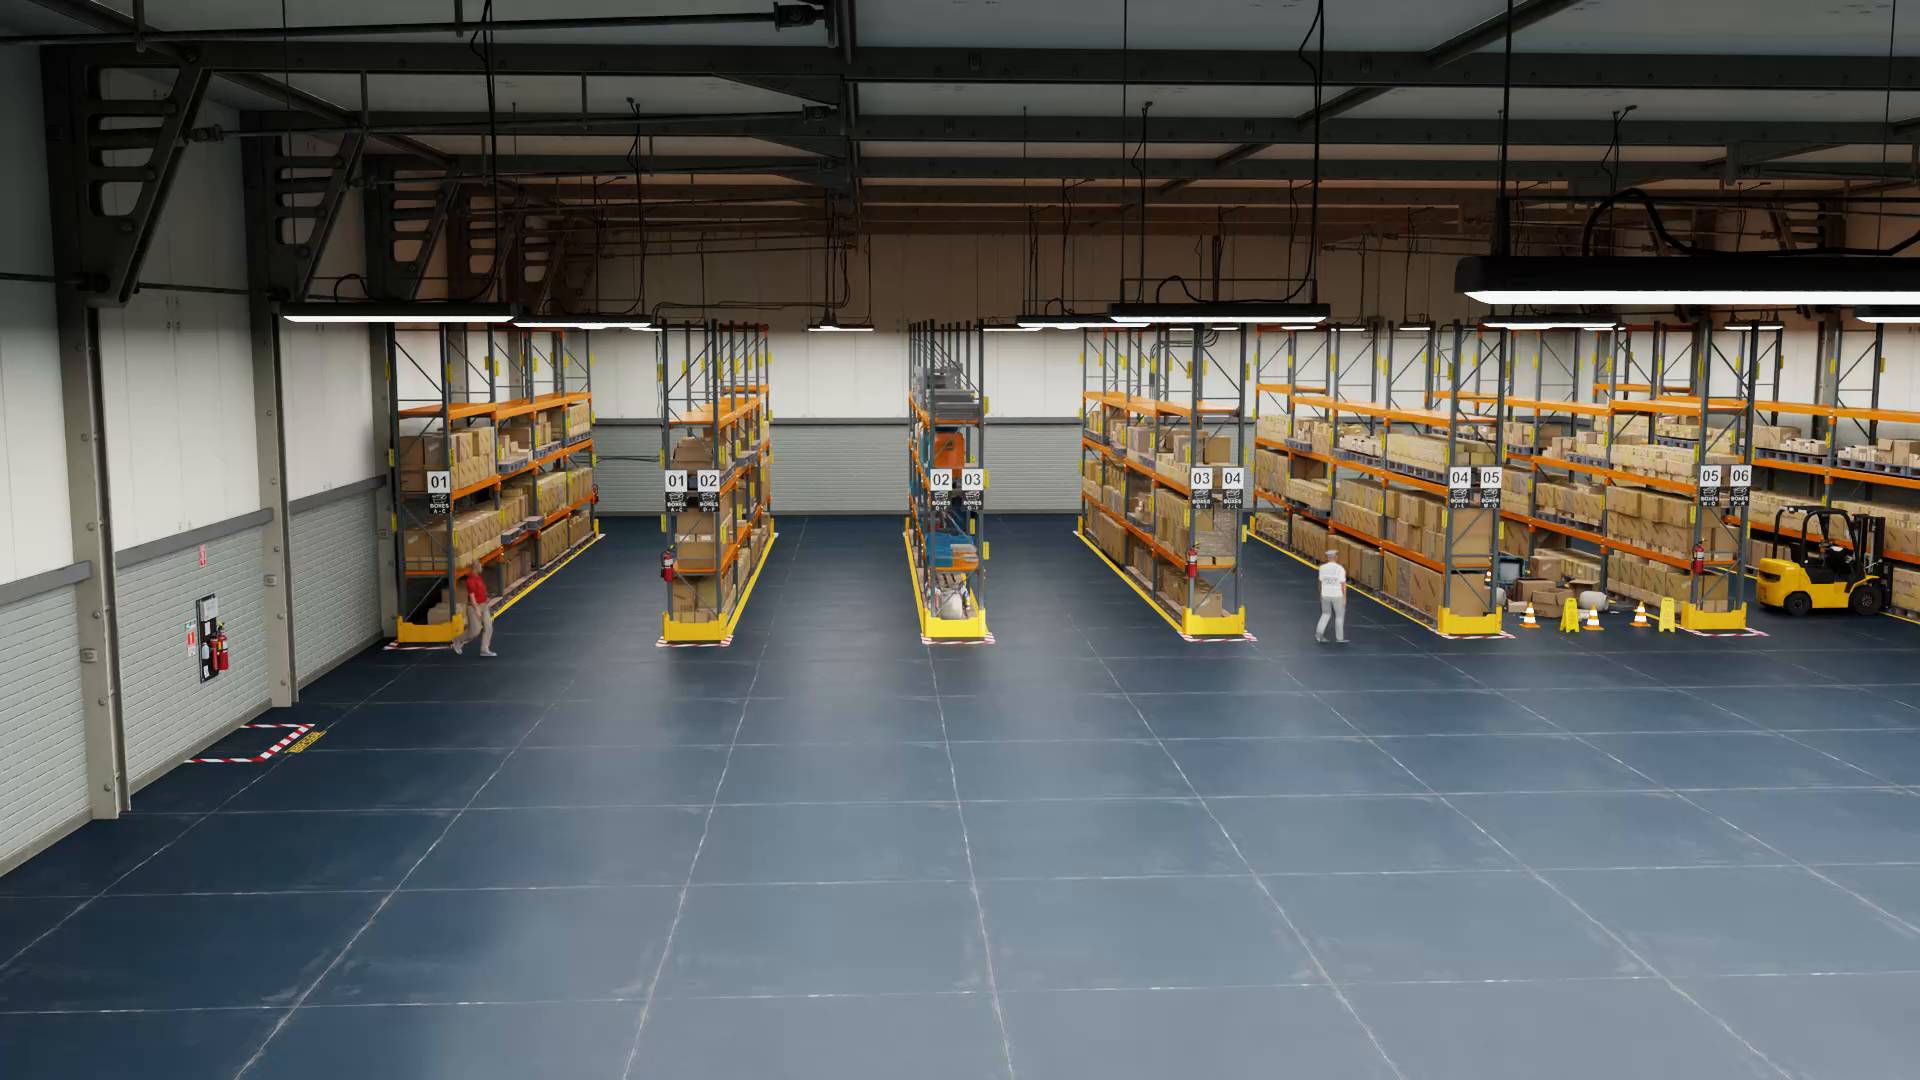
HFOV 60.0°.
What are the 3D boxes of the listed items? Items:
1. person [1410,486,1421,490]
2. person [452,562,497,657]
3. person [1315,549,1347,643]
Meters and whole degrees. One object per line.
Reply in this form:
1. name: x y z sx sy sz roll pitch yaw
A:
1. person: 13.651 -1.299 49.820 0.996 1.736 0.626 -1 7 -10
2. person: -8.627 1.228 29.511 0.751 1.691 0.503 2 7 18
3. person: 6.964 1.052 30.941 0.556 1.770 0.570 6 9 38
